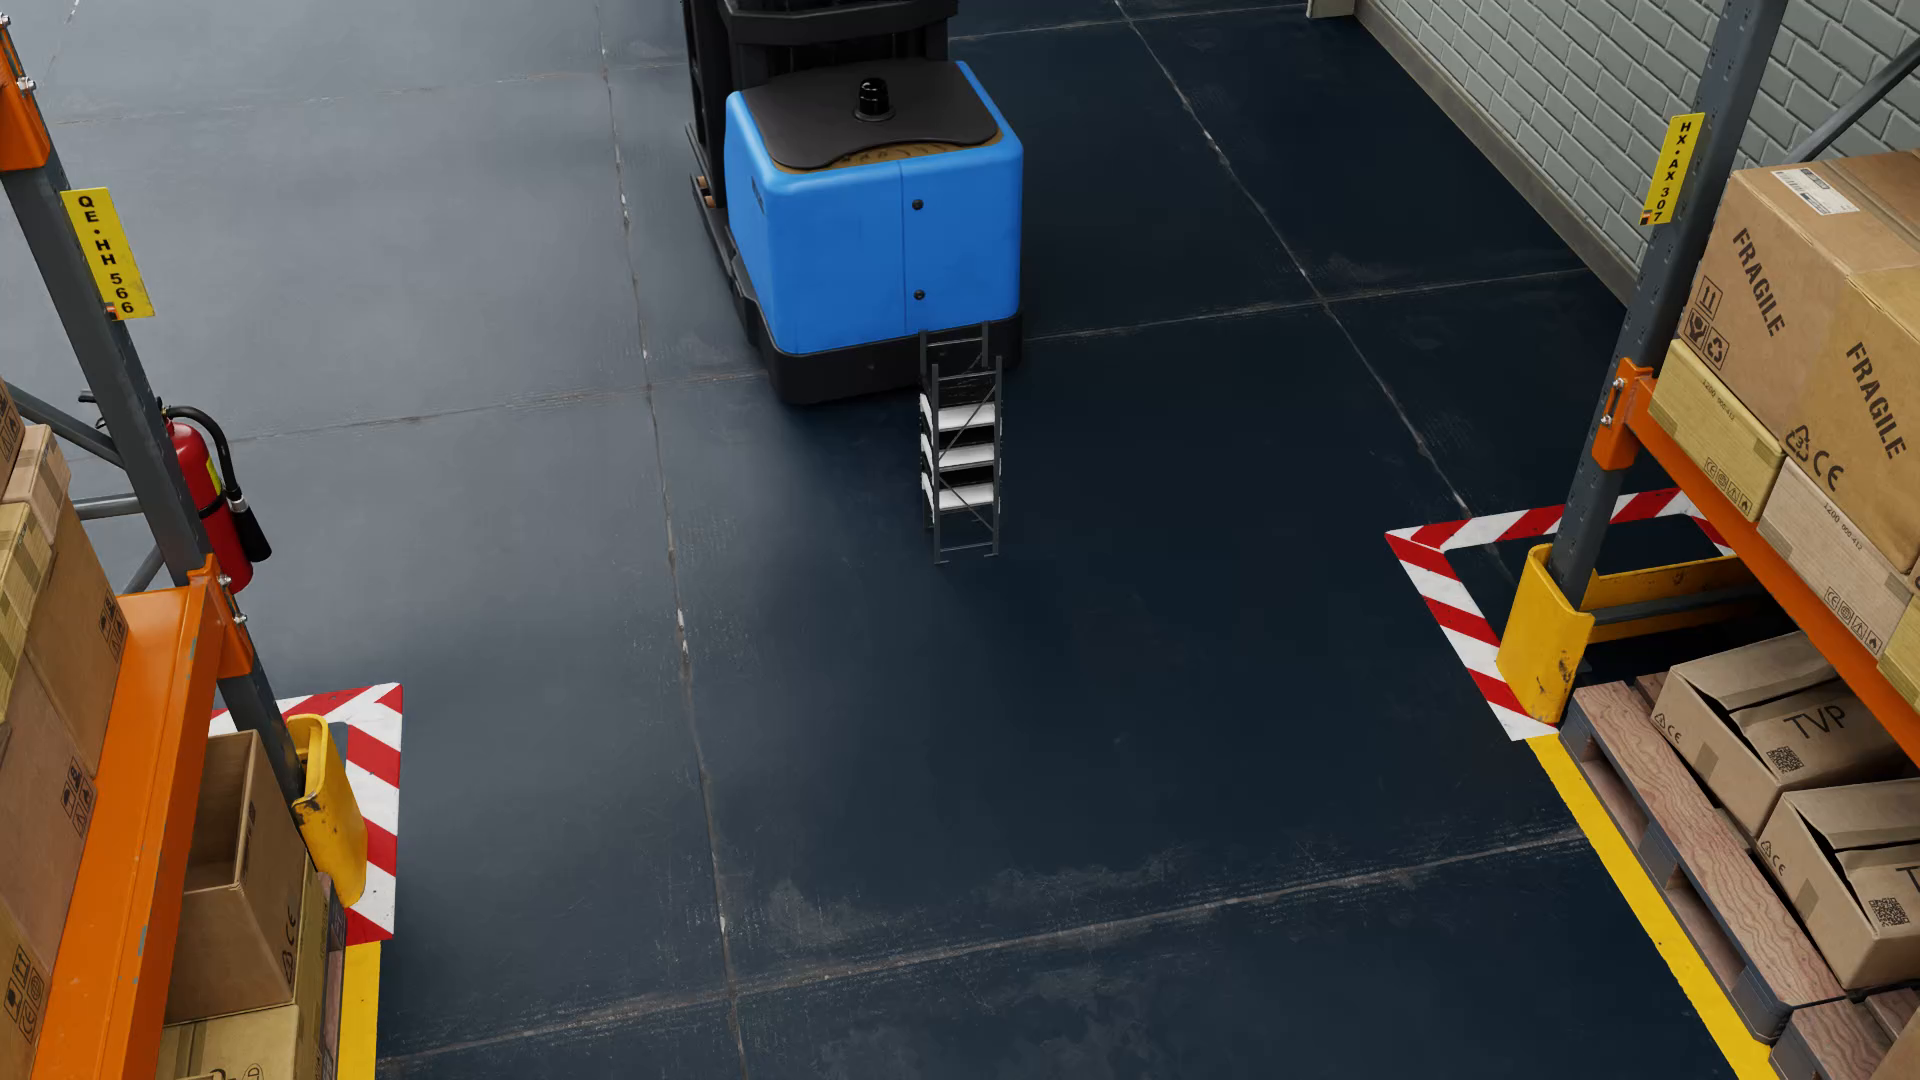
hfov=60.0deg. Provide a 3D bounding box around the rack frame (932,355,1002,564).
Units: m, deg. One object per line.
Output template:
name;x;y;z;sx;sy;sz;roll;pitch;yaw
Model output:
rack frame;0.024;-0.265;5.871;0.240;0.900;0.006;-8;42;-9

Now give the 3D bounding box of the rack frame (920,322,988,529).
rack frame;-0.020;-0.397;6.020;0.240;0.900;0.006;-8;42;-9

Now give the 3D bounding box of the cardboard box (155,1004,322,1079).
cardboard box;-1.875;1.467;4.092;0.500;0.250;0.500;-8;42;-9

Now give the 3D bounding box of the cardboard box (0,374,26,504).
cardboard box;-2.299;-0.215;3.181;0.700;0.500;0.500;-8;42;-9

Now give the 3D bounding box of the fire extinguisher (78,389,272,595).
fire extinguisher;-1.971;-0.146;4.213;0.296;0.674;0.183;-8;42;-9

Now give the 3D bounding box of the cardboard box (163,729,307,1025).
cardboard box;-1.993;0.864;4.207;0.500;0.500;0.500;-8;42;-9

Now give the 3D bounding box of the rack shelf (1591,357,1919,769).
rack shelf;2.869;0.822;3.607;1.077;0.370;4.000;-8;42;-9

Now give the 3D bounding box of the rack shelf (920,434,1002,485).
rack shelf;0.002;-0.306;5.967;0.258;0.077;0.200;-8;42;-9

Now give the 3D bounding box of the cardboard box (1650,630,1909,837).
cardboard box;2.499;0.559;5.055;0.500;0.311;0.500;-13;43;-14

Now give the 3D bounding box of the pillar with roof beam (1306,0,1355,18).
pillar with roof beam;-2.066;-5.930;6.152;9.100;9.000;0.400;-8;42;-9

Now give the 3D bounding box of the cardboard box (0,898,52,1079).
cardboard box;-2.091;0.898;2.904;0.700;0.500;0.500;-8;42;-9

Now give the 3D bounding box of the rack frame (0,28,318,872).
rack frame;-2.399;-0.032;4.026;1.000;3.000;0.127;-8;42;-9

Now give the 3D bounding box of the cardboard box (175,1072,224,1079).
cardboard box;-1.762;1.510;3.479;0.500;0.500;0.500;-8;42;-9

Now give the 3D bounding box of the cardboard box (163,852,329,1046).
cardboard box;-1.995;1.145;4.456;0.500;0.250;0.500;-8;42;-9

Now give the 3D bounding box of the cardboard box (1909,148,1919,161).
cardboard box;2.746;-0.701;4.313;0.500;0.500;0.500;-9;42;-10

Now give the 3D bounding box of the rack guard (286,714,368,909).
rack guard;-2.404;0.888;4.873;1.175;0.500;0.348;-8;42;-9

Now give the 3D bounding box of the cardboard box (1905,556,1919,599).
cardboard box;2.449;0.034;3.485;0.500;0.500;0.500;-10;42;-11

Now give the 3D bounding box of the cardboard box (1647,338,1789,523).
cardboard box;2.232;-0.333;4.464;0.500;0.250;0.500;-9;42;-11

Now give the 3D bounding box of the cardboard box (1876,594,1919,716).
cardboard box;2.463;0.332;3.714;0.500;0.250;0.500;-9;42;-10

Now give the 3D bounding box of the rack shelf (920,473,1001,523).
rack shelf;0.002;-0.172;6.087;0.258;0.077;0.200;-8;42;-9

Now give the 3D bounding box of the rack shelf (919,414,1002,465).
rack shelf;0.002;-0.374;5.908;0.258;0.077;0.200;-8;42;-9

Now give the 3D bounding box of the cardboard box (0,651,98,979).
cardboard box;-2.193;0.575;3.267;0.700;0.500;0.500;-7;42;-8

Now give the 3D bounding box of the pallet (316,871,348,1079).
pallet;-2.193;1.501;4.400;1.003;0.211;1.213;-8;42;-9

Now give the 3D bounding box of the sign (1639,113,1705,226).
sign;1.907;-0.990;4.453;0.100;0.325;0.005;-8;42;-9

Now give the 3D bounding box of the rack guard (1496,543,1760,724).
rack guard;2.454;0.240;5.603;1.175;0.500;0.348;-8;42;-9

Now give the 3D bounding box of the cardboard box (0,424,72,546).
cardboard box;-2.130;-0.091;3.529;0.380;0.149;0.250;-9;42;-10

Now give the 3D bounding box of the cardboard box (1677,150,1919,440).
cardboard box;2.247;-0.623;4.226;0.500;0.500;0.500;-8;42;-9

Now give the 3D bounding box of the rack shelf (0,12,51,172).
rack shelf;-1.967;0.412;1.809;1.077;0.370;4.000;-8;42;-9

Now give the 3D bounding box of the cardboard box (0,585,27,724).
cardboard box;-2.017;0.244;3.152;0.380;0.149;0.250;-9;42;-10

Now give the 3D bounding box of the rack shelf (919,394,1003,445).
rack shelf;0.002;-0.441;5.848;0.258;0.077;0.200;-8;42;-9

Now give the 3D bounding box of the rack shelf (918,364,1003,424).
rack shelf;0.002;-0.508;5.788;0.258;0.077;0.200;-8;42;-9

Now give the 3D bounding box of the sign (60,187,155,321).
sign;-1.866;-0.622;3.641;0.100;0.325;0.005;-8;42;-9

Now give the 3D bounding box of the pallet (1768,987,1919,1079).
pallet;2.854;1.669;4.211;1.003;0.211;1.213;-8;42;-9

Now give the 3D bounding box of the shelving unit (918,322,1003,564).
shelving unit;0.002;-0.331;5.945;0.258;0.900;0.210;-8;42;-9

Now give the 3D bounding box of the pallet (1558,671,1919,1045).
pallet;2.594;0.880;5.100;1.003;0.211;1.213;-8;42;-9

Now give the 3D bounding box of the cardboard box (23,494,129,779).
cardboard box;-2.311;0.235;3.650;0.700;0.500;0.500;-8;42;-9

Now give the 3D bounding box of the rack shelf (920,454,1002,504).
rack shelf;0.002;-0.239;6.027;0.258;0.077;0.200;-8;42;-9

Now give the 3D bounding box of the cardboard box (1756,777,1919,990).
cardboard box;2.622;0.928;4.639;0.500;0.311;0.500;-5;42;-6

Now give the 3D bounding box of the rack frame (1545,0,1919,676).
rack frame;2.437;-0.744;4.828;1.000;3.000;0.127;-8;42;-9

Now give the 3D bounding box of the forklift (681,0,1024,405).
forklift;-0.663;-2.637;7.013;1.130;2.935;3.031;-12;43;-13

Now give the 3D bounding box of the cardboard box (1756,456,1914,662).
cardboard box;2.358;0.001;4.087;0.500;0.250;0.500;-10;42;-11

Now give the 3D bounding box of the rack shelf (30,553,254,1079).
rack shelf;-1.967;1.534;2.804;1.077;0.370;4.000;-8;42;-9

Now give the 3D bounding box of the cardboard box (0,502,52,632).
cardboard box;-2.073;0.078;3.338;0.380;0.149;0.250;-7;42;-8

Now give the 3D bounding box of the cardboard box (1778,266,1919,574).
cardboard box;2.344;-0.301;3.863;0.500;0.500;0.500;-8;42;-9
